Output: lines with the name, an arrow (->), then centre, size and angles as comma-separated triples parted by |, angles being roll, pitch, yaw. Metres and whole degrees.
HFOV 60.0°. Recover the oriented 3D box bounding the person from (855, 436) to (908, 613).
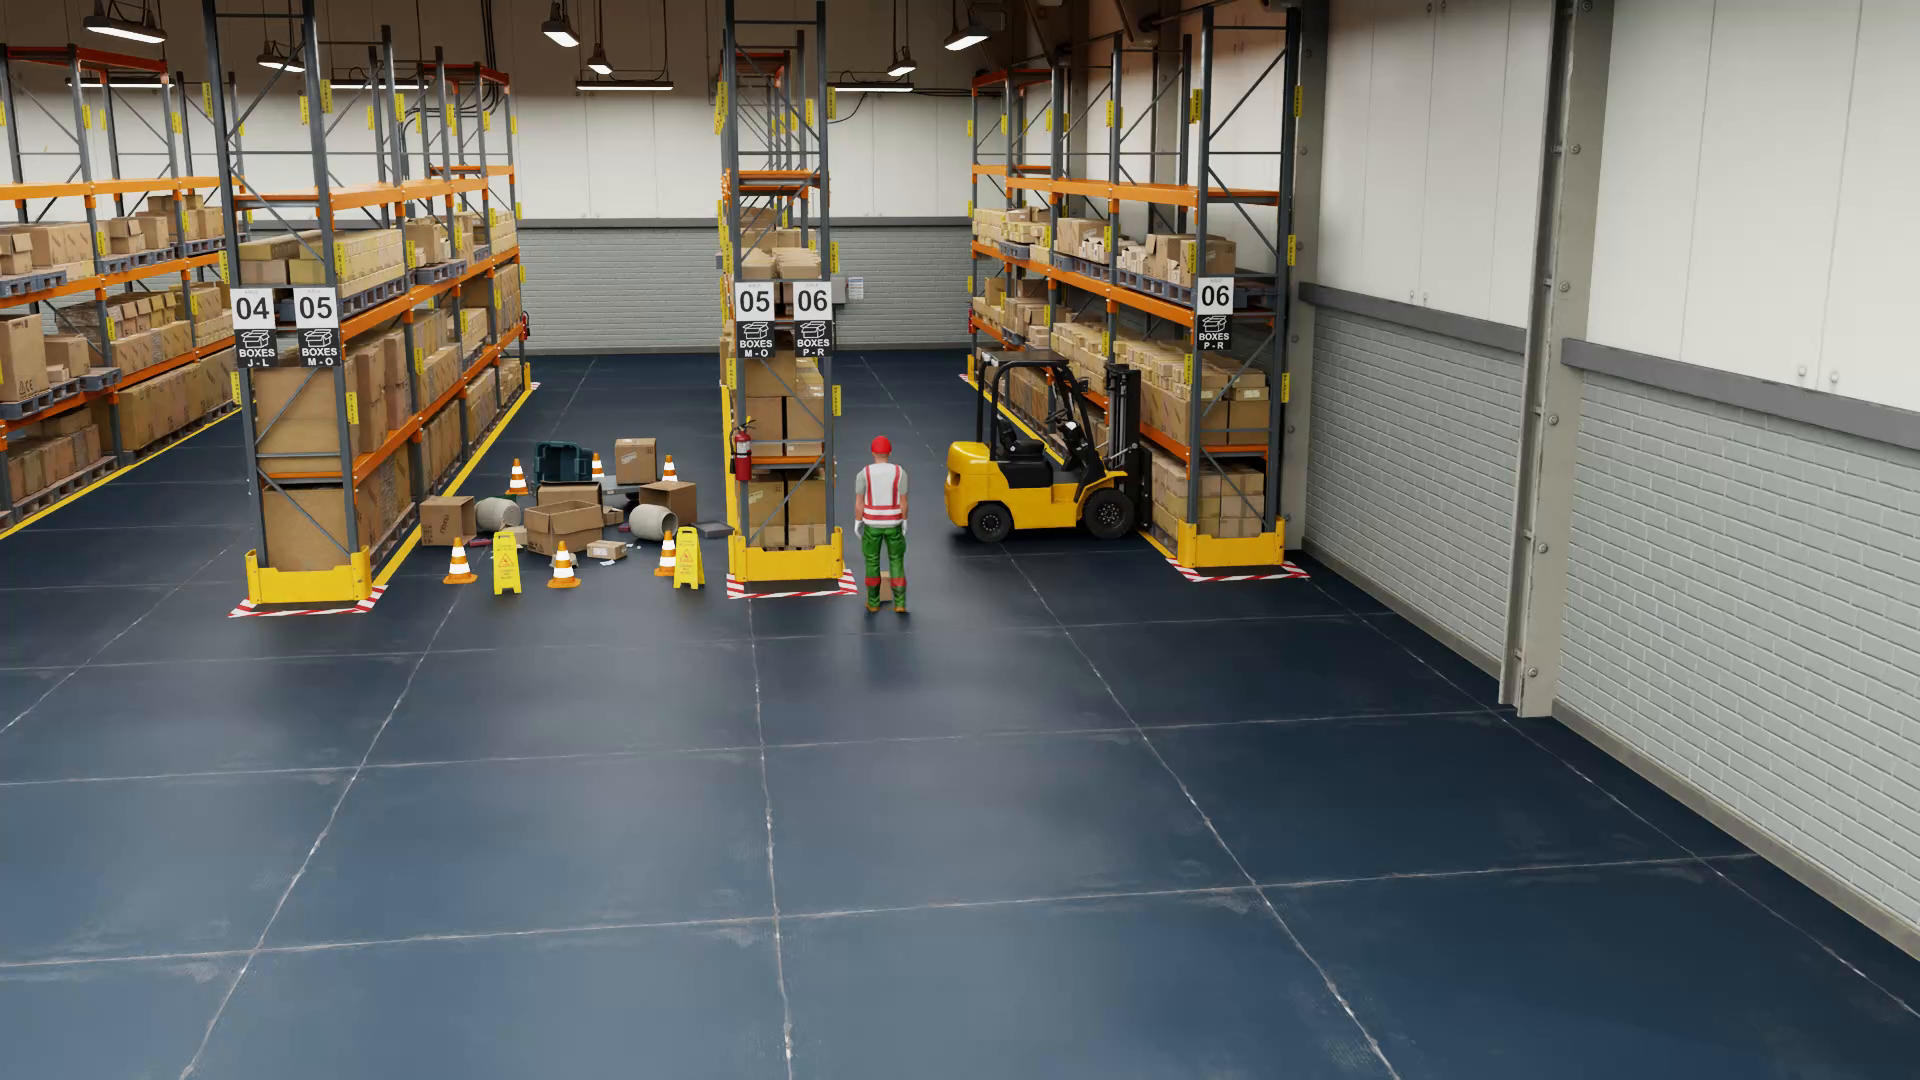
person -> -0.785, -0.137, 16.645 | 0.530, 1.843, 0.384 | -2, 13, -7
